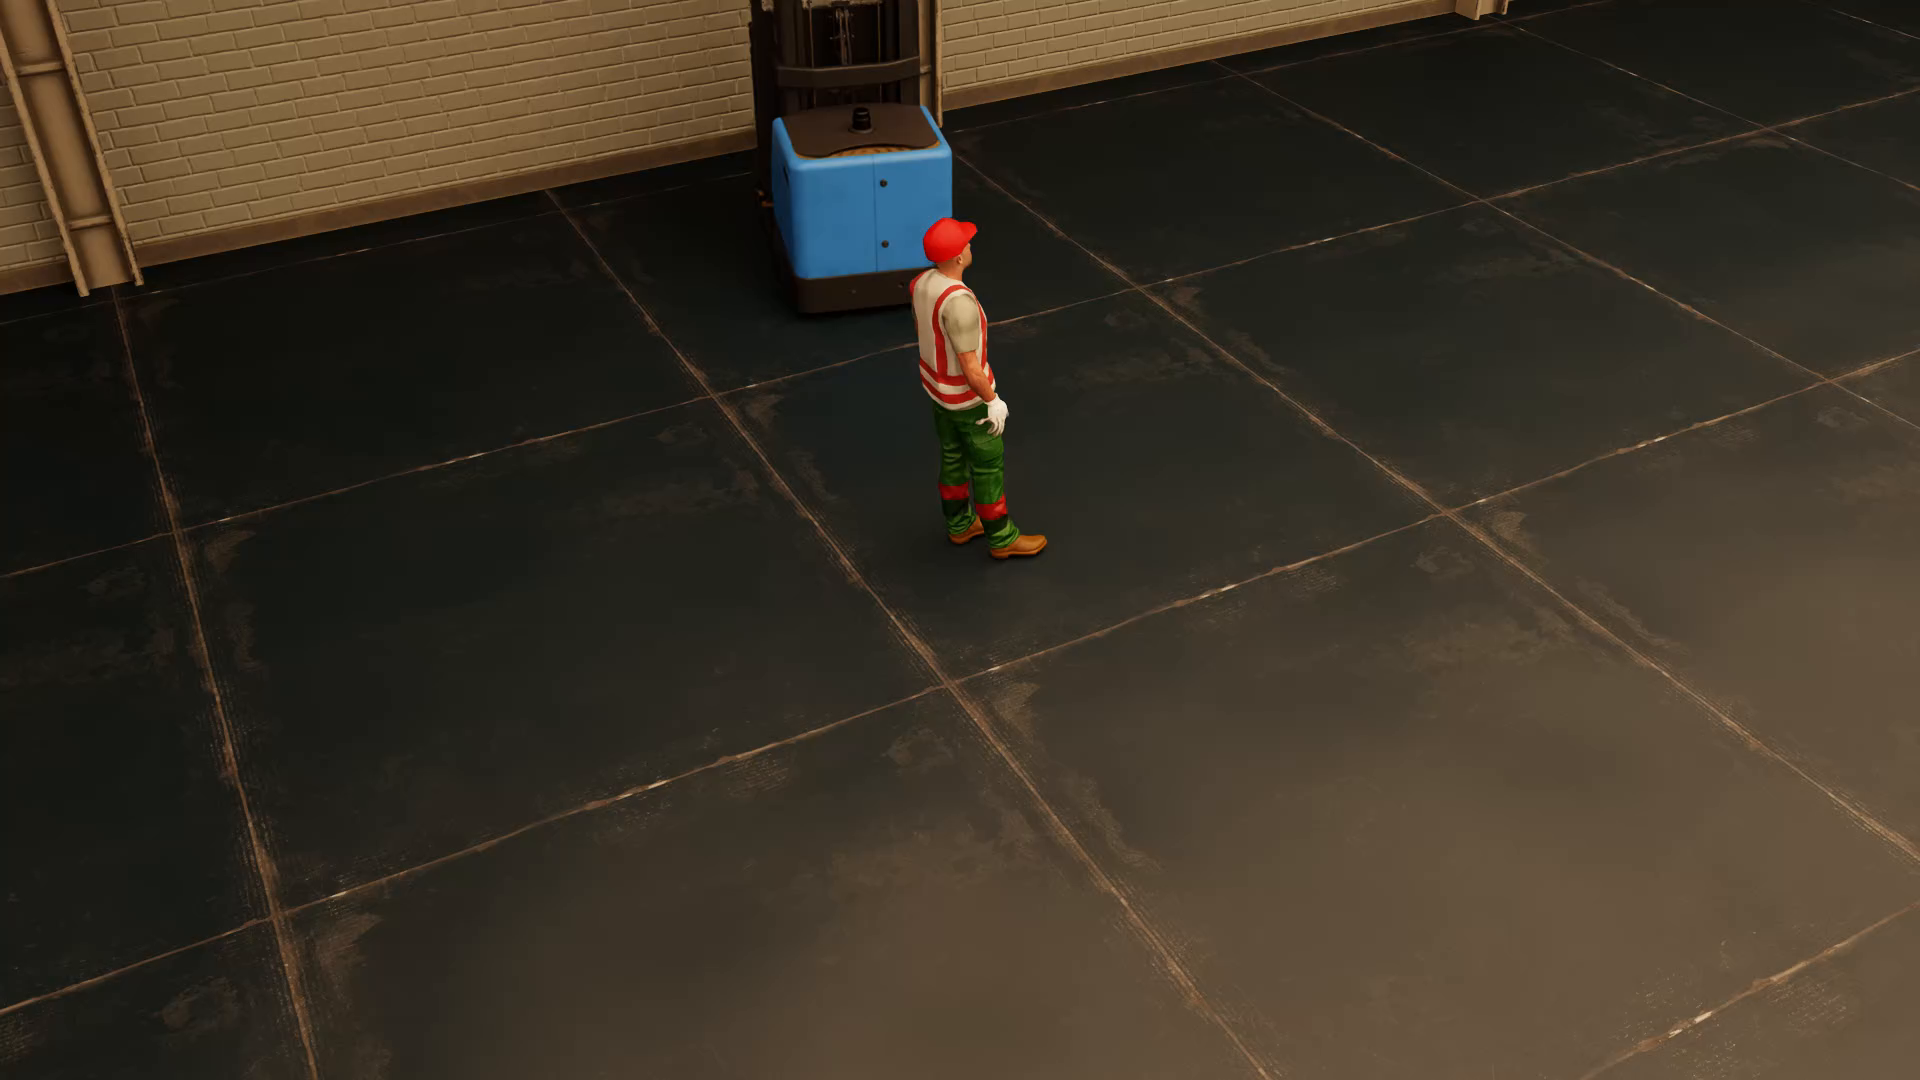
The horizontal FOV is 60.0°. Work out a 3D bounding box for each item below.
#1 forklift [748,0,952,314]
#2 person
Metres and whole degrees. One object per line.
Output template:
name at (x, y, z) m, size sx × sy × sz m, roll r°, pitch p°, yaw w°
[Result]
forklift at (-0.866, -3.484, 11.052) m, size 1.130 × 2.935 × 3.031 m, roll -8°, pitch 36°, yaw -11°
person at (0.077, -0.753, 8.164) m, size 0.562 × 1.790 × 0.637 m, roll -17°, pitch 39°, yaw -23°
